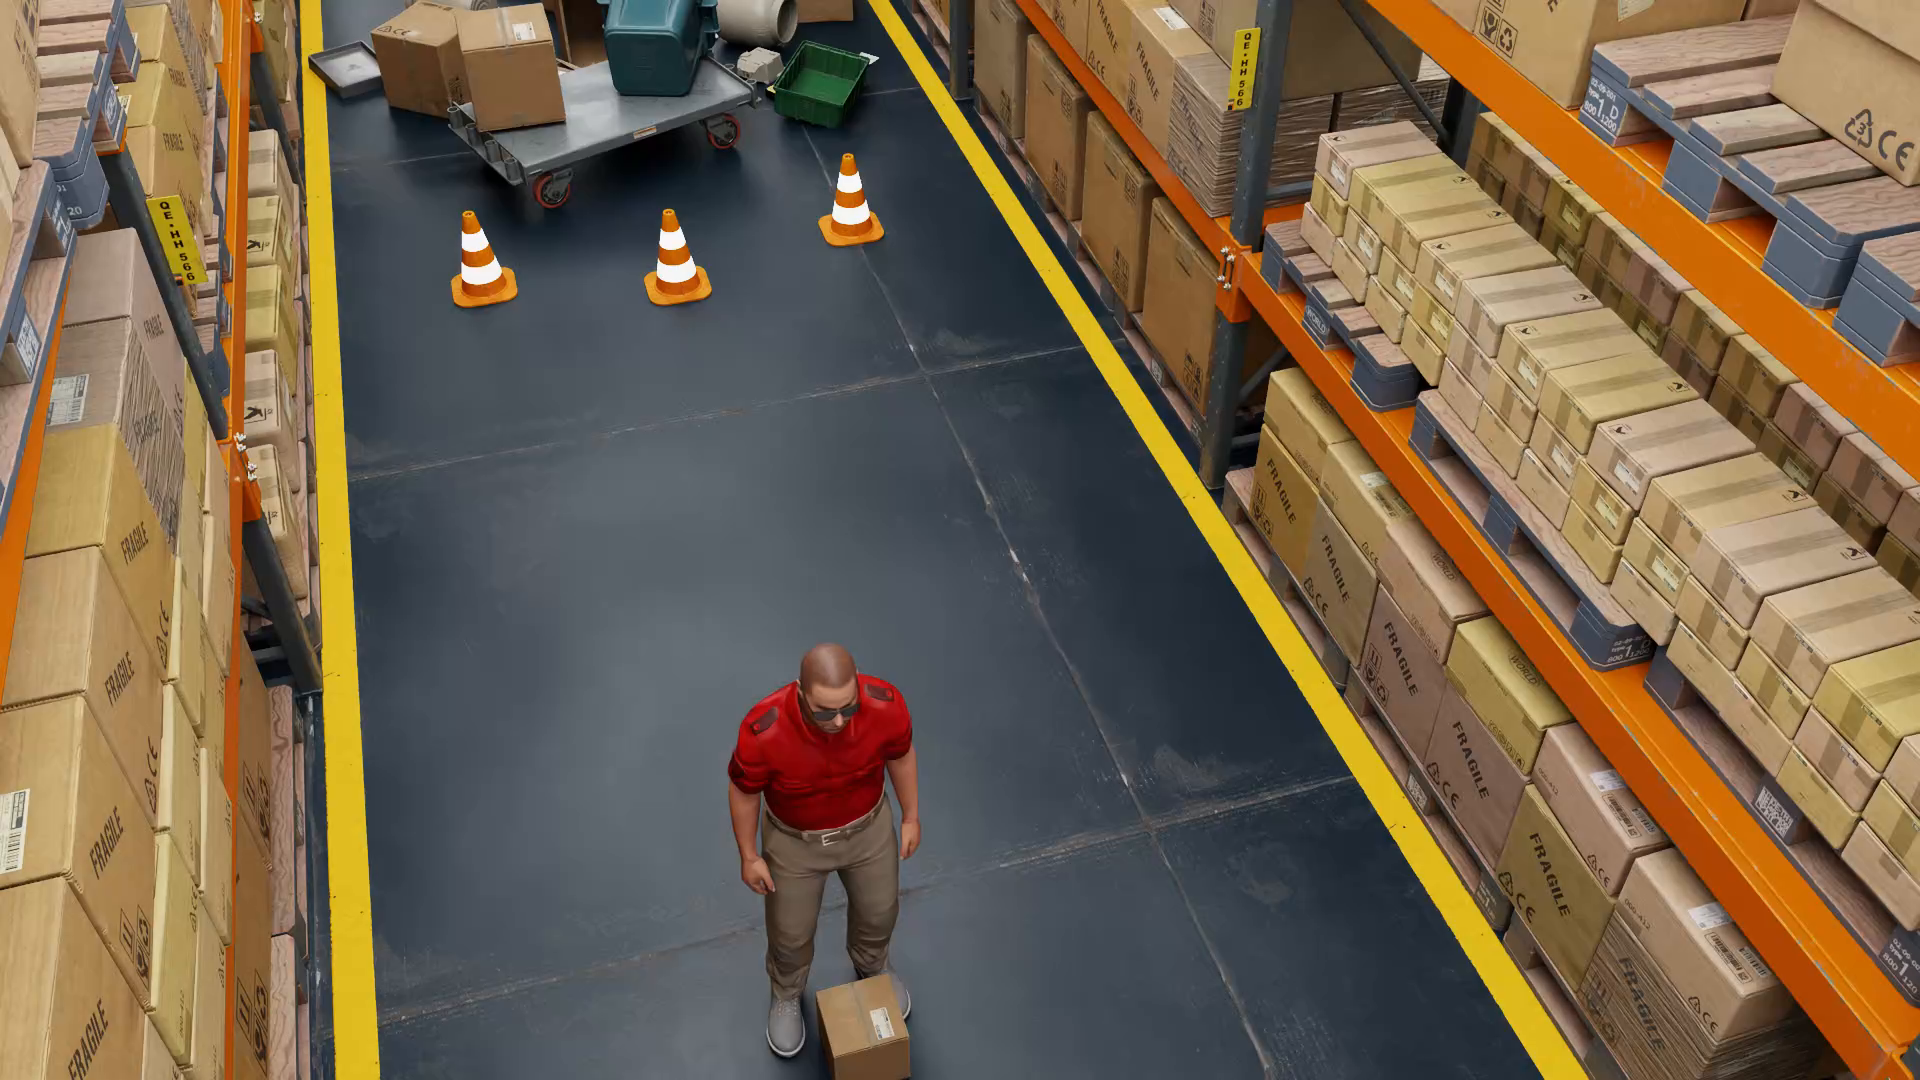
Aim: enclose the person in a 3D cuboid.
[{"bbox_3d":[-0.400,0.918,5.149,0.587,1.726,0.385,-12,43,-13],"label":"person"}]
